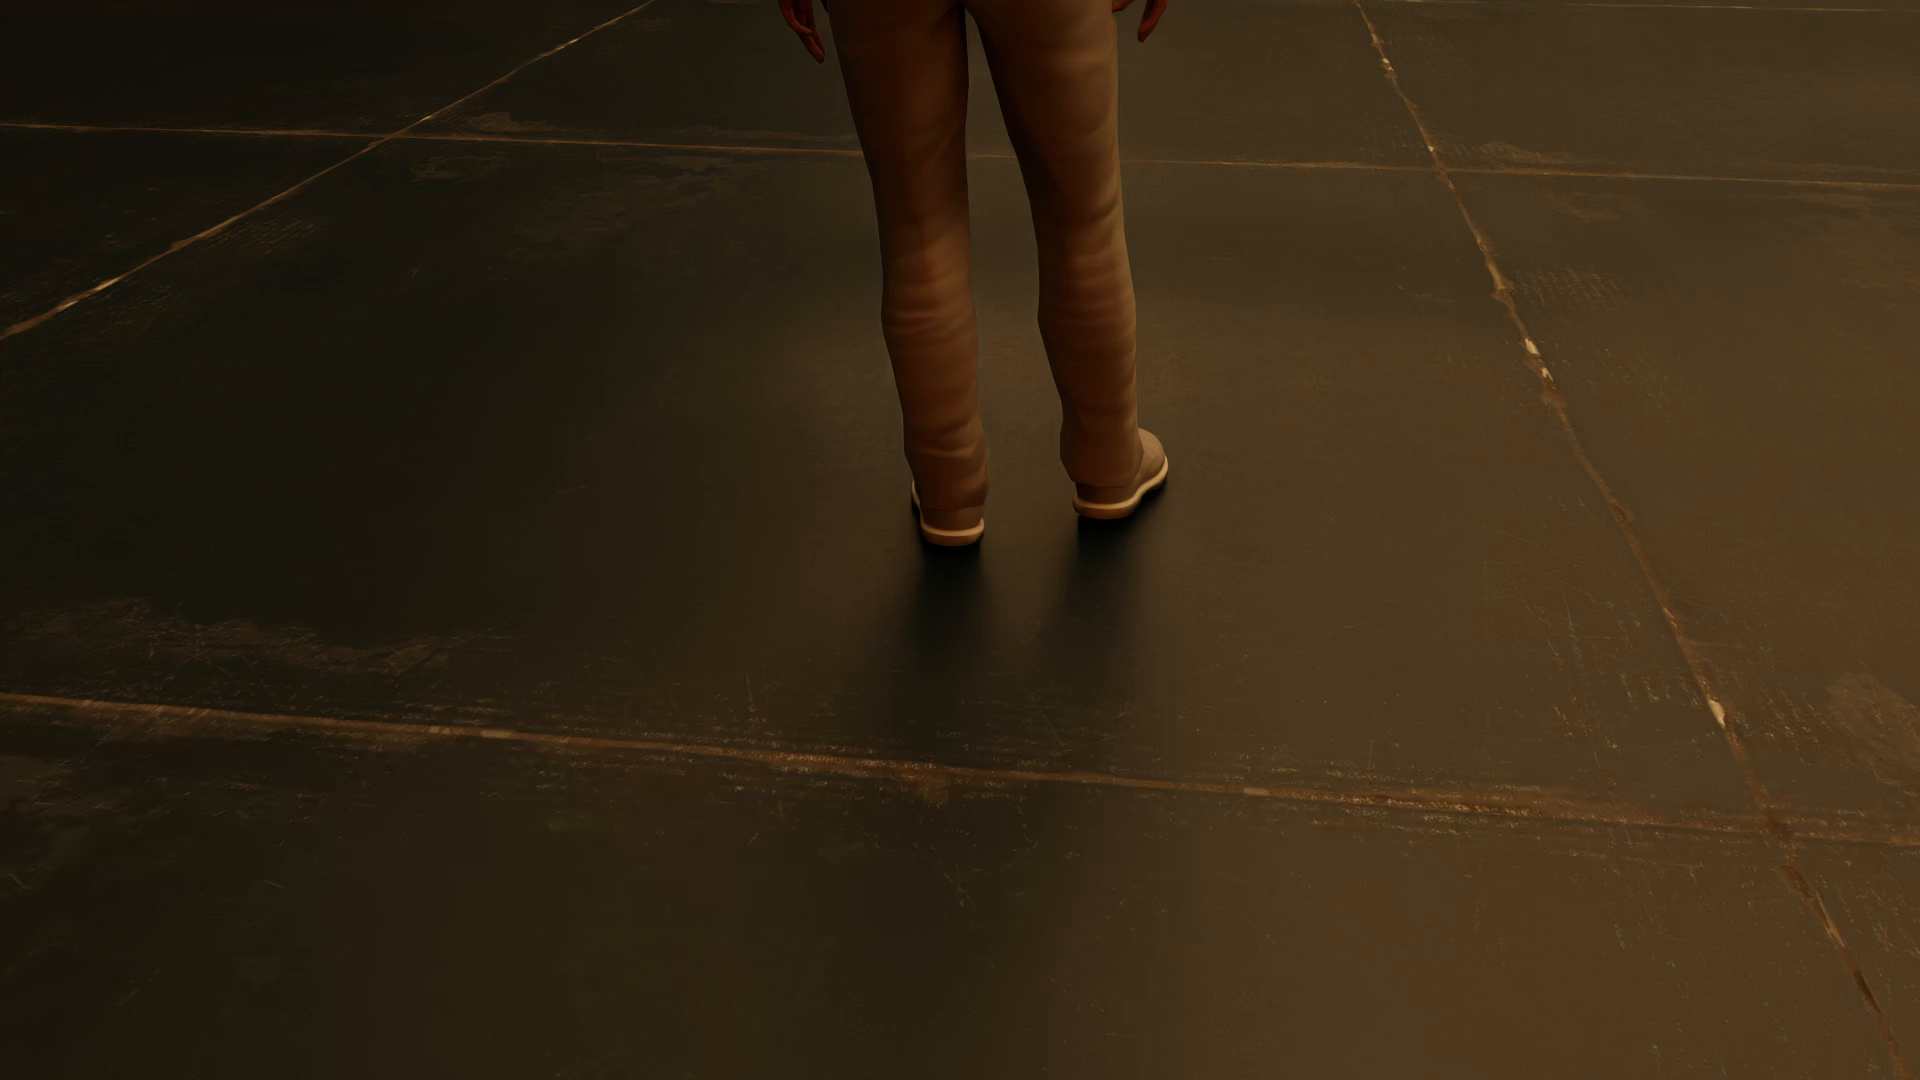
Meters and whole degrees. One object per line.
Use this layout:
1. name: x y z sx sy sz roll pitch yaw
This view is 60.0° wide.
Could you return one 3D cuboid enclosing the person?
1. person: 0.030 -0.797 2.183 0.569 1.695 0.528 3 27 7
